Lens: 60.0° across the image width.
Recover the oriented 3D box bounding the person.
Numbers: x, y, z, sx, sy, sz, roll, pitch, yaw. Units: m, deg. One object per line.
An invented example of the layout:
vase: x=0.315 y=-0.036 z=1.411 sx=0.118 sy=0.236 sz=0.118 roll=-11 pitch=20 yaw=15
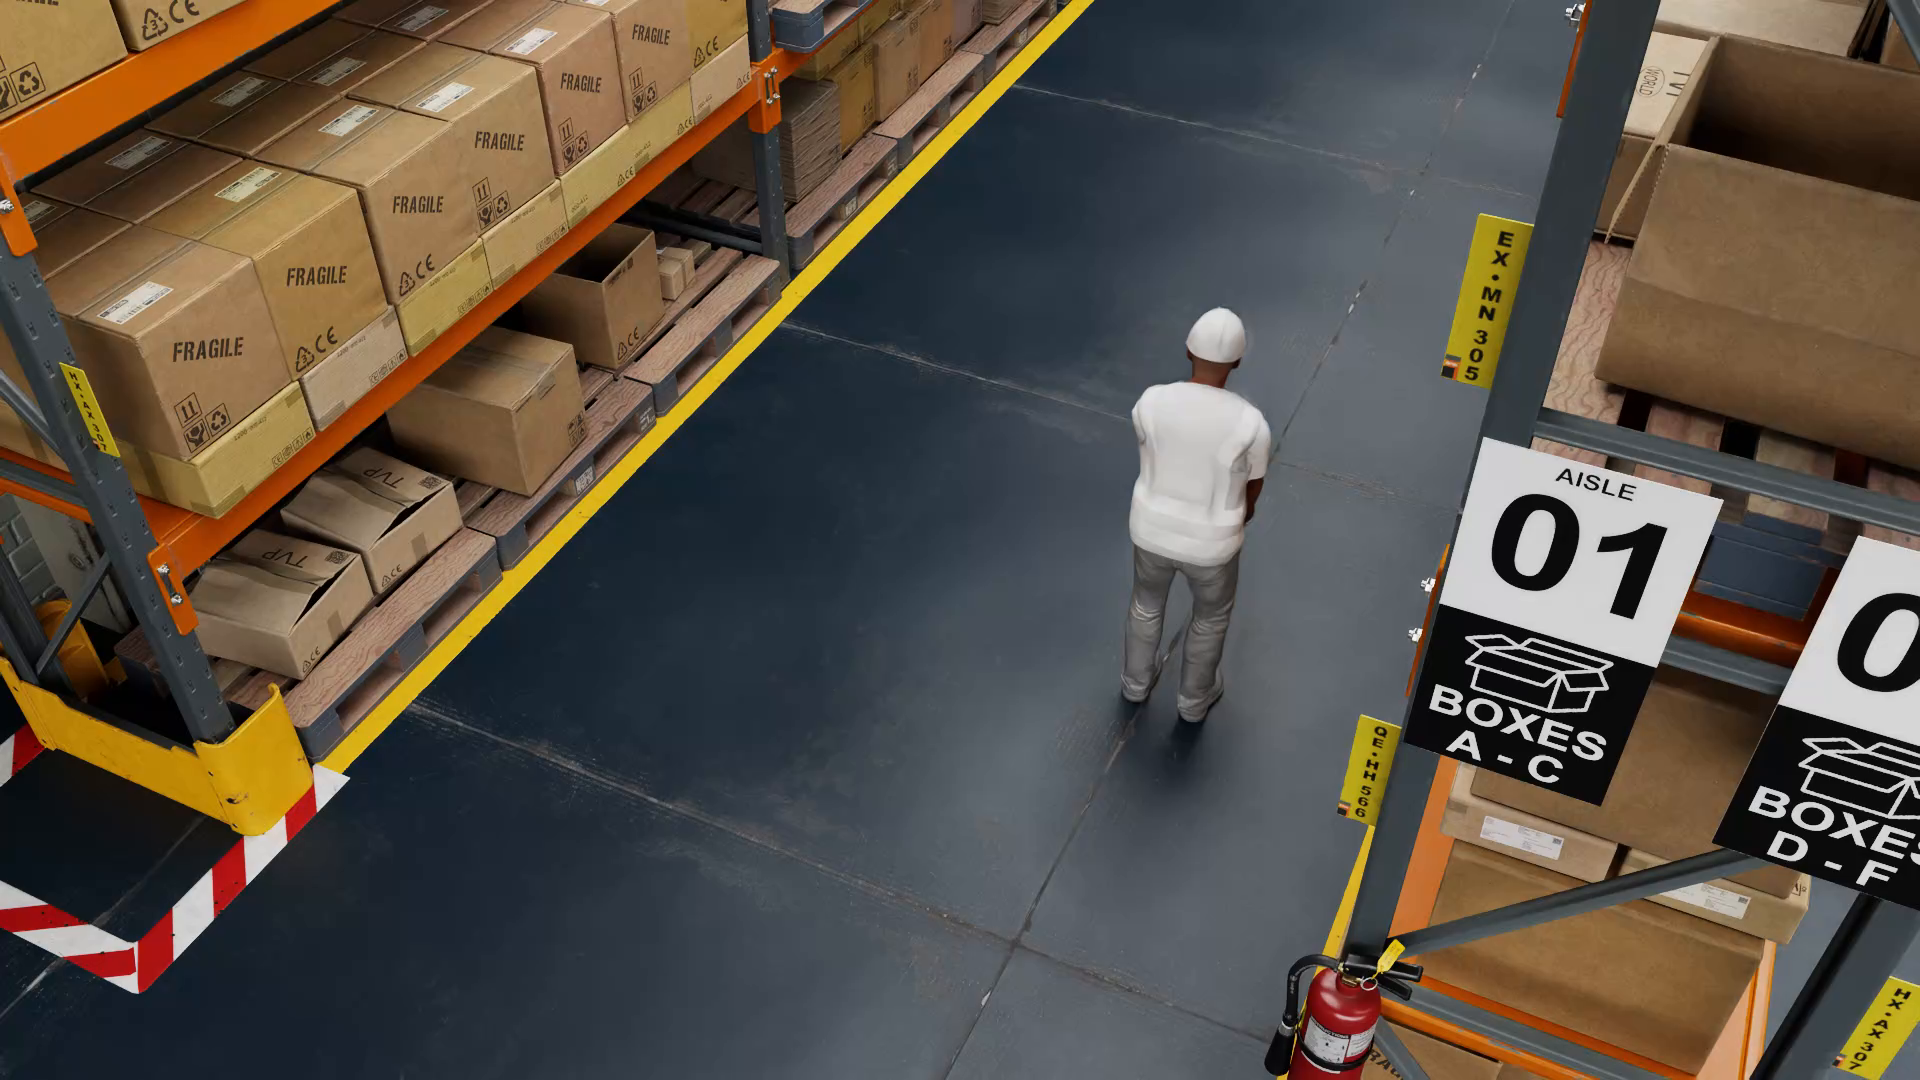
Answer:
person: x=0.876 y=-0.094 z=6.269 sx=0.497 sy=1.735 sz=0.601 roll=17 pitch=44 yaw=18
